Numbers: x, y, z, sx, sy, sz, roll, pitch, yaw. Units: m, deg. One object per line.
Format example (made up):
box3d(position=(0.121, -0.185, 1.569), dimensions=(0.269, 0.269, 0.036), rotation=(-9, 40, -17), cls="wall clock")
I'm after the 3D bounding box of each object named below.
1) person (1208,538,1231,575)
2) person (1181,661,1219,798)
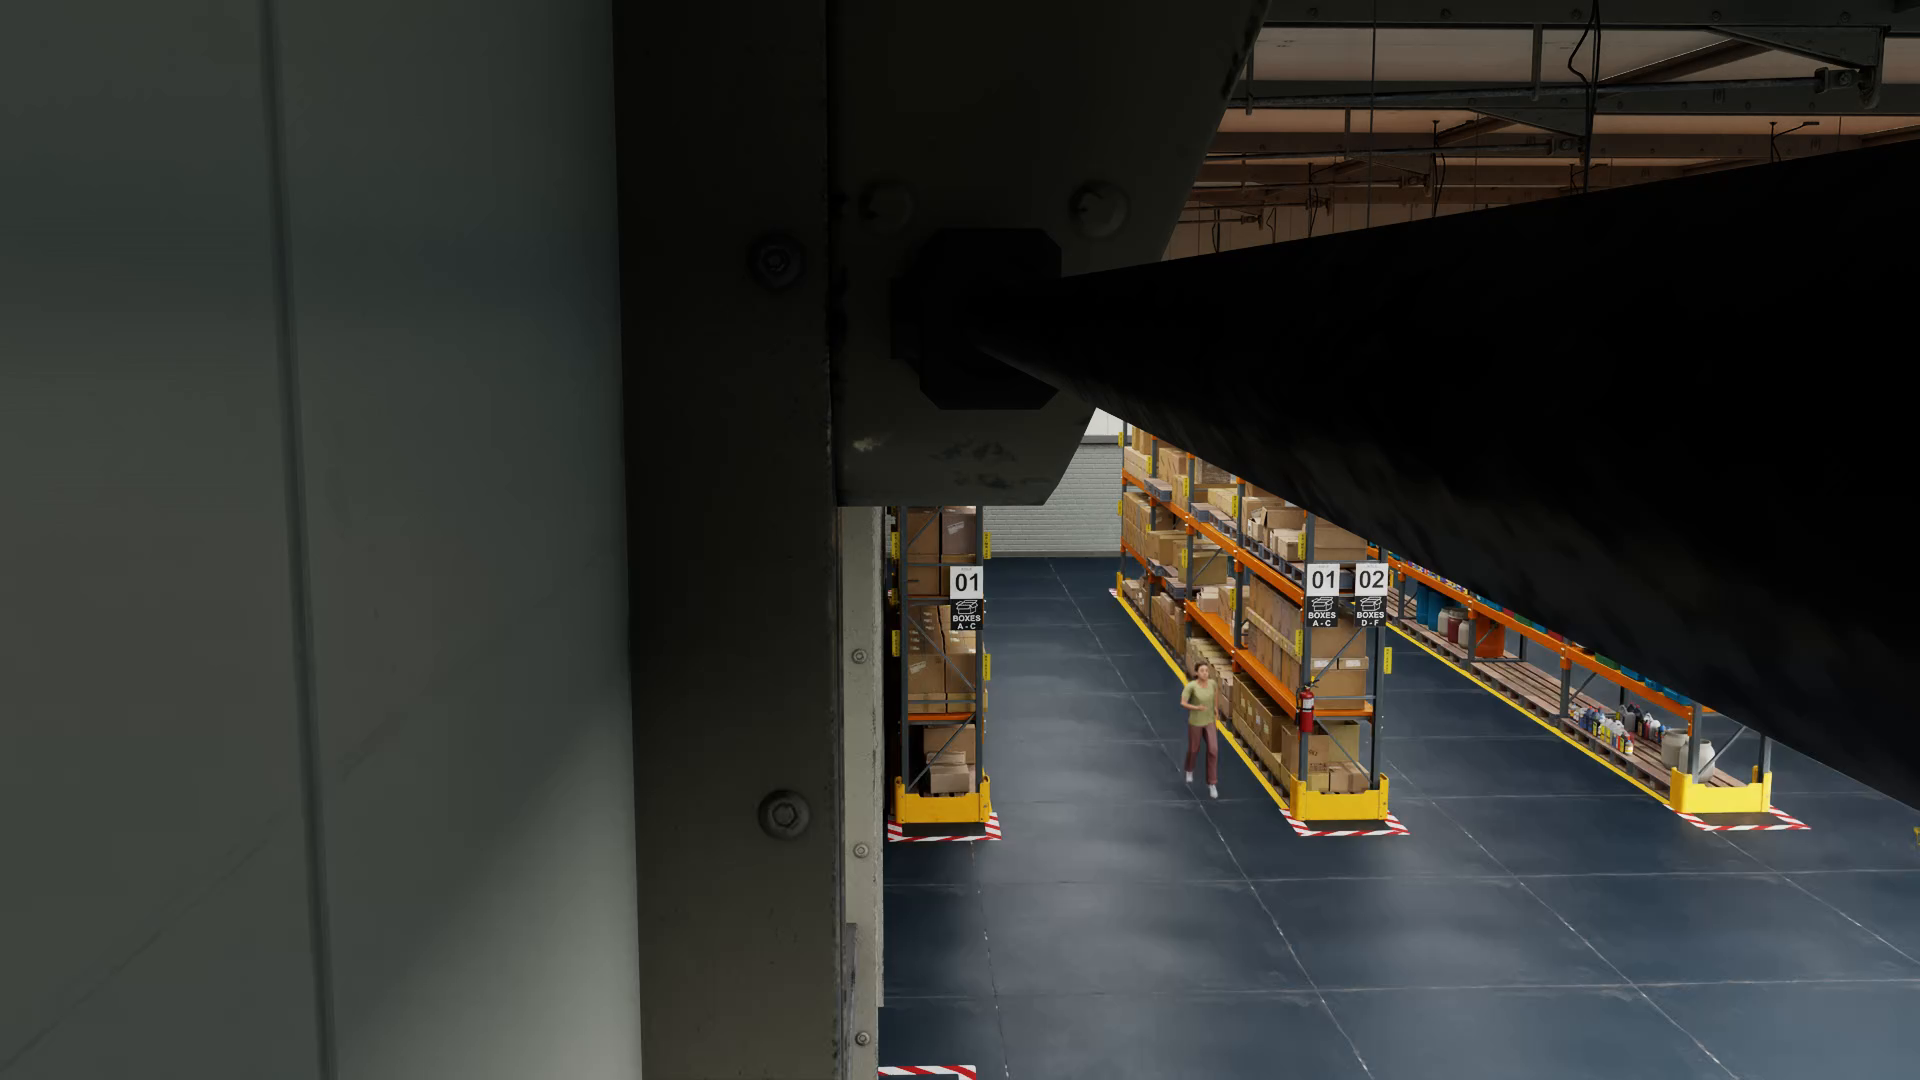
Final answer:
box3d(position=(5.690, 0.336, 37.002), dimensions=(0.635, 1.613, 0.602), rotation=(-8, 11, -43), cls="person")
box3d(position=(3.100, 2.392, 21.480), dimensions=(0.583, 1.710, 0.858), rotation=(-2, 8, -11), cls="person")
